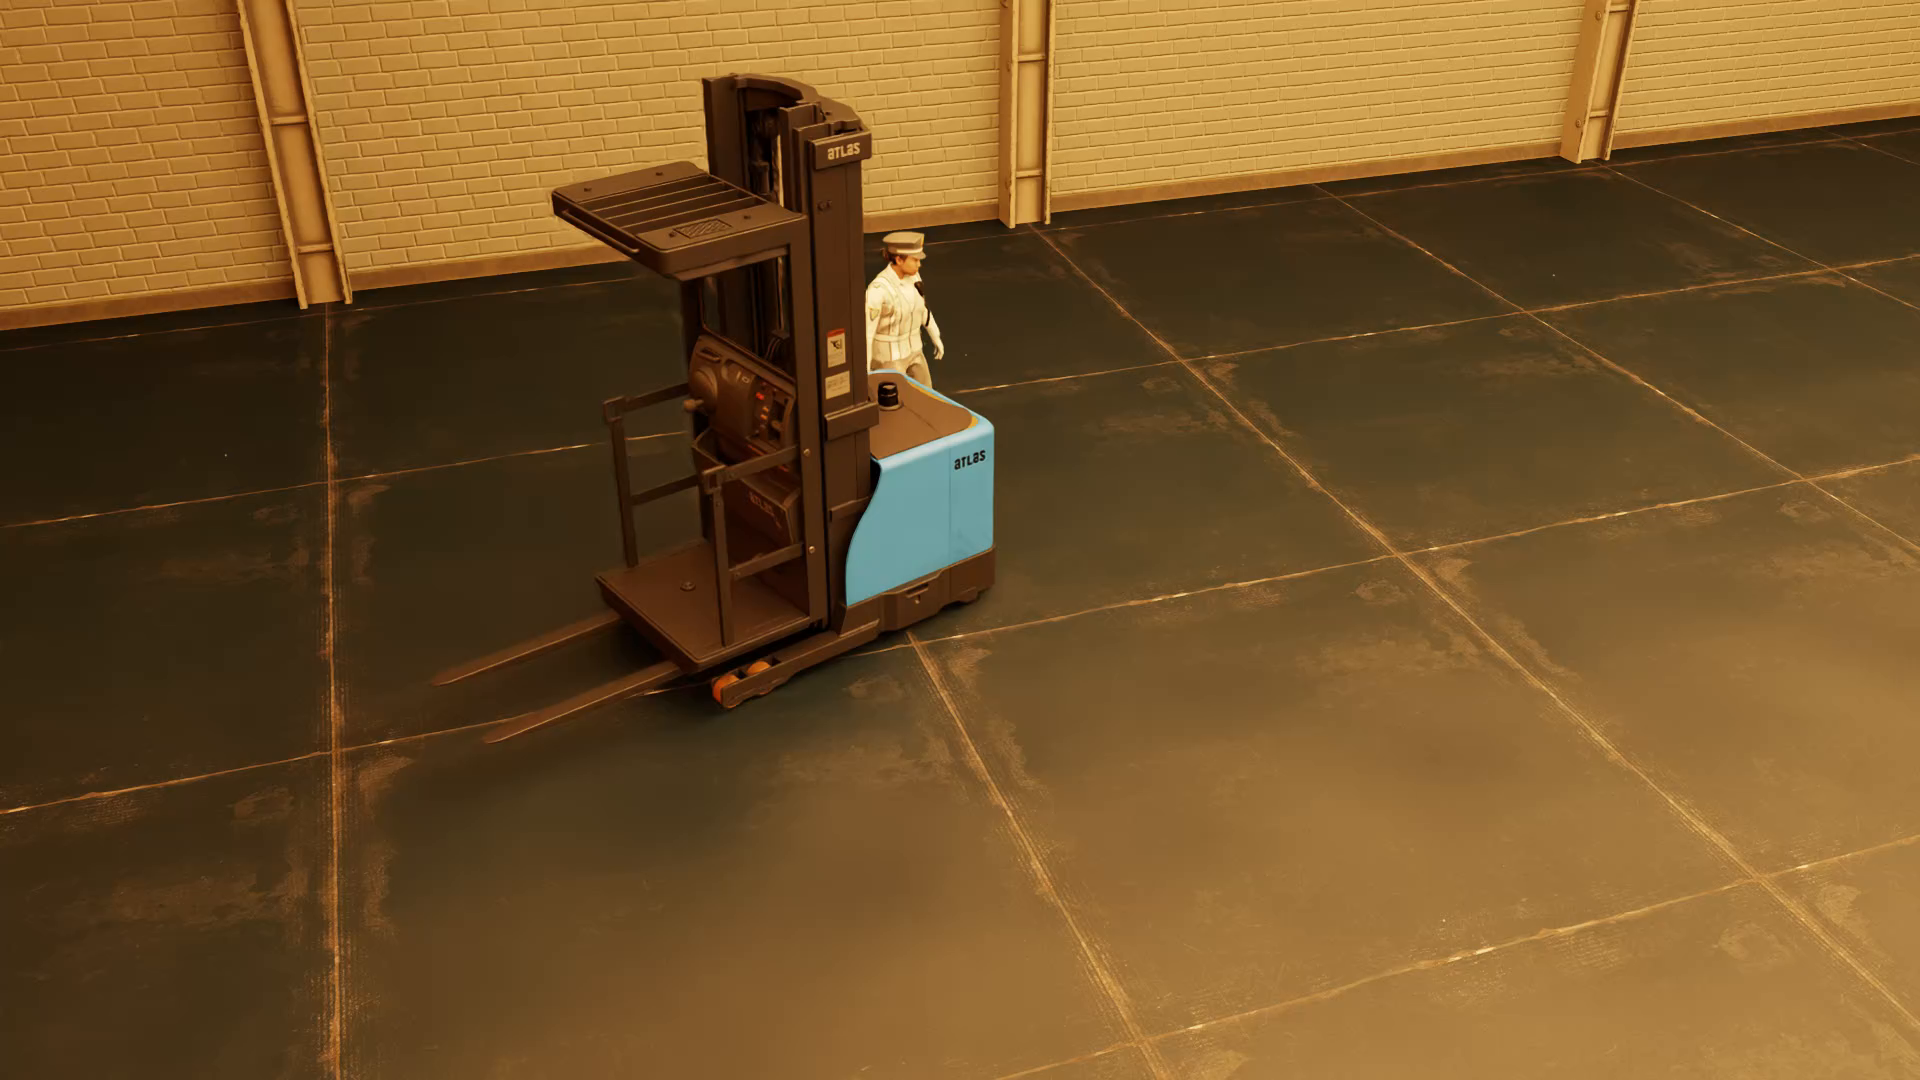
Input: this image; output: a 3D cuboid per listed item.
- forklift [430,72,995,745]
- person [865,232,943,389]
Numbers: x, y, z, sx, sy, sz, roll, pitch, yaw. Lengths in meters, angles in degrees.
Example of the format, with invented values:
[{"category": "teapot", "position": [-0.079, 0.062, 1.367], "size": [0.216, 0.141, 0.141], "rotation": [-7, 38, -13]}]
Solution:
[{"category": "forklift", "position": [-1.270, -0.707, 8.317], "size": [3.031, 2.935, 1.130], "rotation": [-22, 36, -33]}, {"category": "person", "position": [-0.362, -1.146, 10.381], "size": [0.361, 1.642, 0.741], "rotation": [20, 35, 30]}]
